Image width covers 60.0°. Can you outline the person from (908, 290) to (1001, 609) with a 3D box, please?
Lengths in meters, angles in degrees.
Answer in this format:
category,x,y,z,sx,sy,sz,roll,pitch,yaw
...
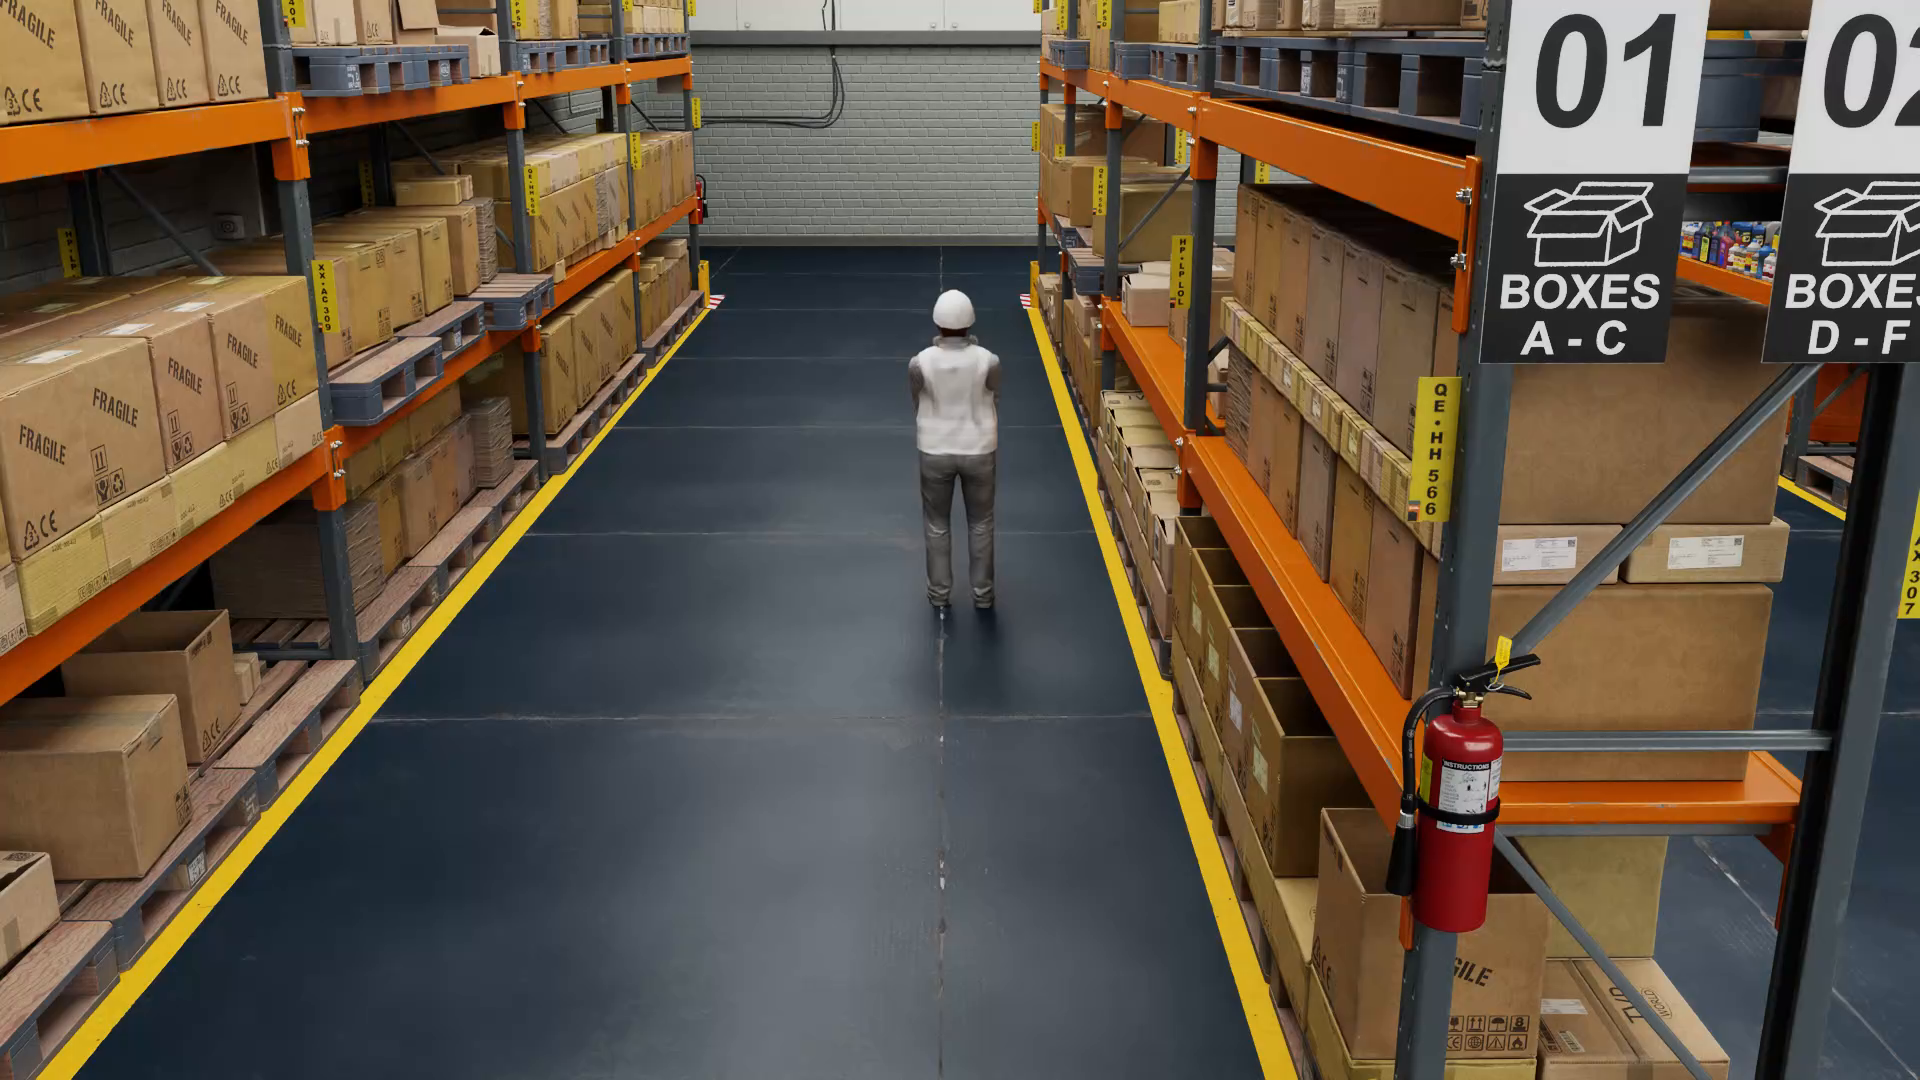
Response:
category,x,y,z,sx,sy,sz,roll,pitch,yaw
person,-0.009,-0.514,9.183,0.461,1.770,0.552,0,17,-1
